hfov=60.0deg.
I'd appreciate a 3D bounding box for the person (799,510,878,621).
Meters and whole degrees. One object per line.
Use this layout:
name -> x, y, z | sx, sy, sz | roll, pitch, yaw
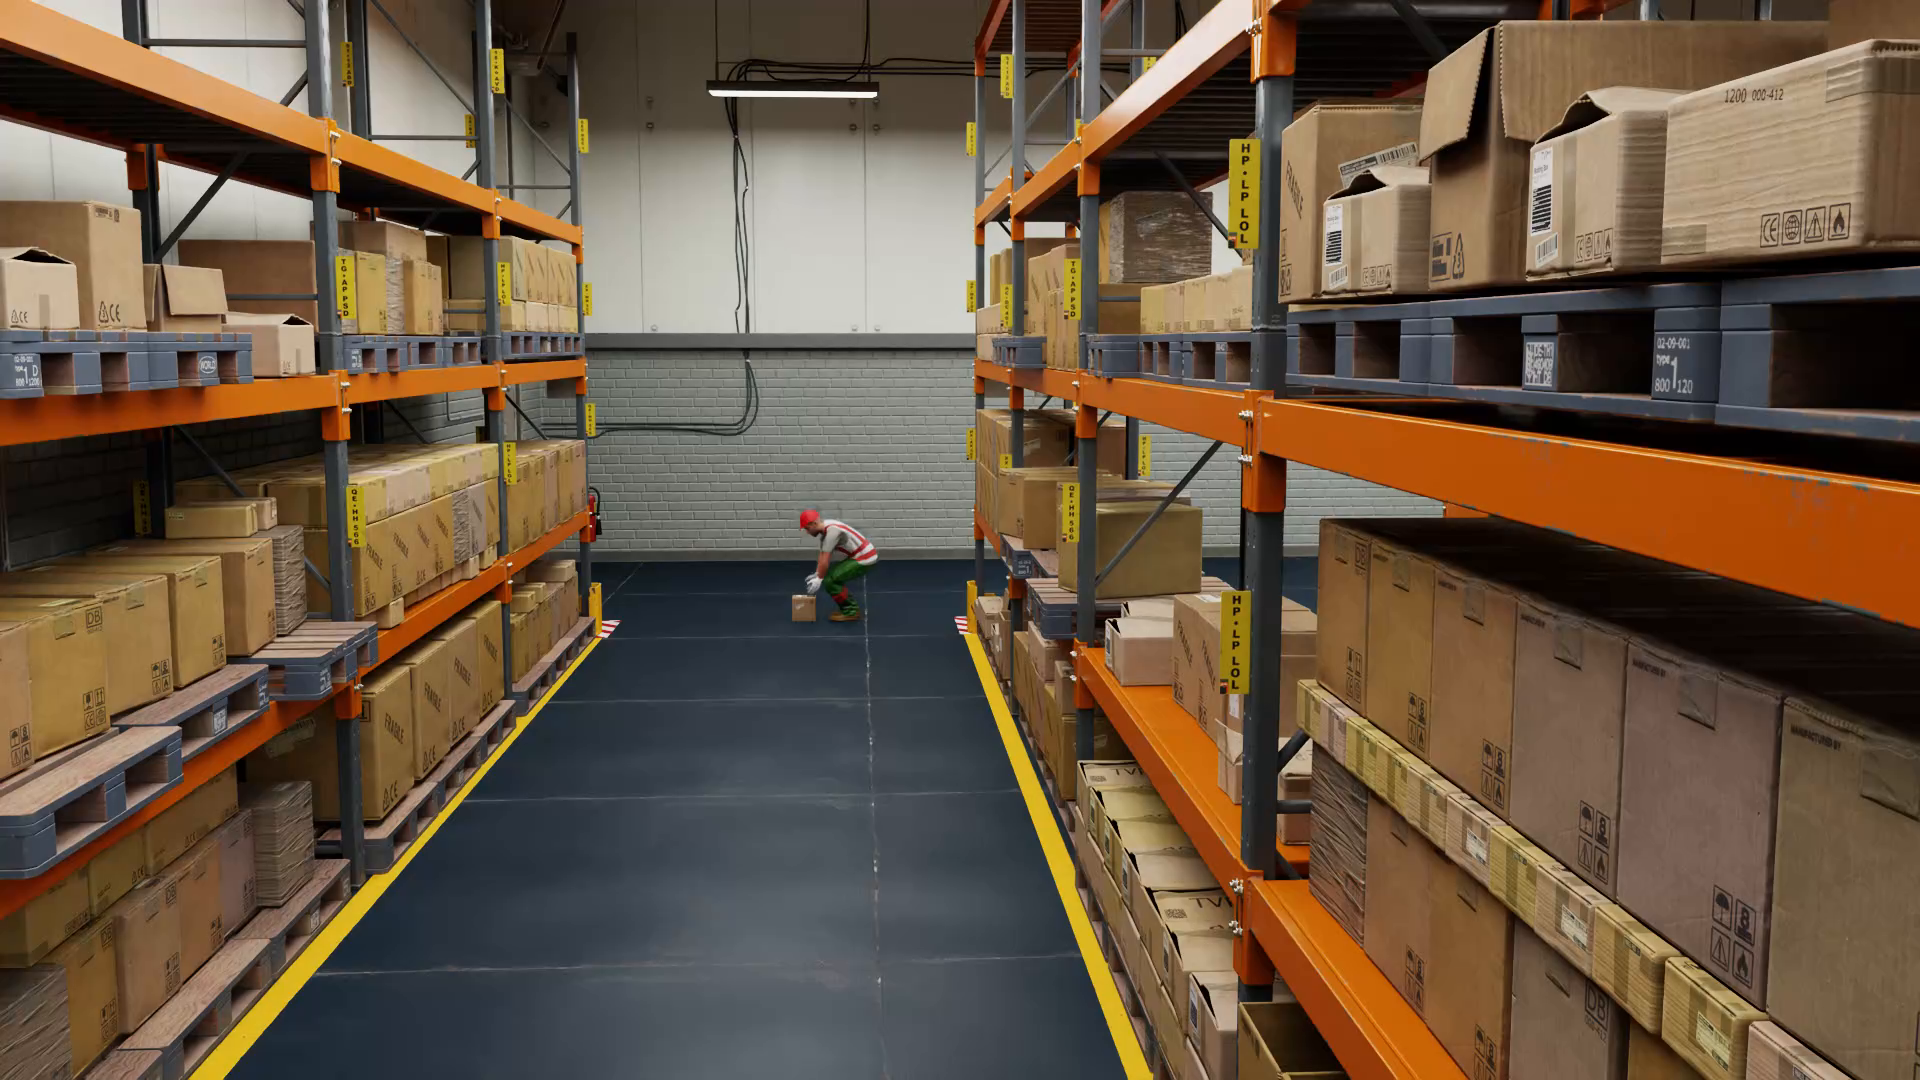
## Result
person -> -1.307, 0.266, 17.894 | 0.845, 1.201, 0.585 | 0, 7, -4
